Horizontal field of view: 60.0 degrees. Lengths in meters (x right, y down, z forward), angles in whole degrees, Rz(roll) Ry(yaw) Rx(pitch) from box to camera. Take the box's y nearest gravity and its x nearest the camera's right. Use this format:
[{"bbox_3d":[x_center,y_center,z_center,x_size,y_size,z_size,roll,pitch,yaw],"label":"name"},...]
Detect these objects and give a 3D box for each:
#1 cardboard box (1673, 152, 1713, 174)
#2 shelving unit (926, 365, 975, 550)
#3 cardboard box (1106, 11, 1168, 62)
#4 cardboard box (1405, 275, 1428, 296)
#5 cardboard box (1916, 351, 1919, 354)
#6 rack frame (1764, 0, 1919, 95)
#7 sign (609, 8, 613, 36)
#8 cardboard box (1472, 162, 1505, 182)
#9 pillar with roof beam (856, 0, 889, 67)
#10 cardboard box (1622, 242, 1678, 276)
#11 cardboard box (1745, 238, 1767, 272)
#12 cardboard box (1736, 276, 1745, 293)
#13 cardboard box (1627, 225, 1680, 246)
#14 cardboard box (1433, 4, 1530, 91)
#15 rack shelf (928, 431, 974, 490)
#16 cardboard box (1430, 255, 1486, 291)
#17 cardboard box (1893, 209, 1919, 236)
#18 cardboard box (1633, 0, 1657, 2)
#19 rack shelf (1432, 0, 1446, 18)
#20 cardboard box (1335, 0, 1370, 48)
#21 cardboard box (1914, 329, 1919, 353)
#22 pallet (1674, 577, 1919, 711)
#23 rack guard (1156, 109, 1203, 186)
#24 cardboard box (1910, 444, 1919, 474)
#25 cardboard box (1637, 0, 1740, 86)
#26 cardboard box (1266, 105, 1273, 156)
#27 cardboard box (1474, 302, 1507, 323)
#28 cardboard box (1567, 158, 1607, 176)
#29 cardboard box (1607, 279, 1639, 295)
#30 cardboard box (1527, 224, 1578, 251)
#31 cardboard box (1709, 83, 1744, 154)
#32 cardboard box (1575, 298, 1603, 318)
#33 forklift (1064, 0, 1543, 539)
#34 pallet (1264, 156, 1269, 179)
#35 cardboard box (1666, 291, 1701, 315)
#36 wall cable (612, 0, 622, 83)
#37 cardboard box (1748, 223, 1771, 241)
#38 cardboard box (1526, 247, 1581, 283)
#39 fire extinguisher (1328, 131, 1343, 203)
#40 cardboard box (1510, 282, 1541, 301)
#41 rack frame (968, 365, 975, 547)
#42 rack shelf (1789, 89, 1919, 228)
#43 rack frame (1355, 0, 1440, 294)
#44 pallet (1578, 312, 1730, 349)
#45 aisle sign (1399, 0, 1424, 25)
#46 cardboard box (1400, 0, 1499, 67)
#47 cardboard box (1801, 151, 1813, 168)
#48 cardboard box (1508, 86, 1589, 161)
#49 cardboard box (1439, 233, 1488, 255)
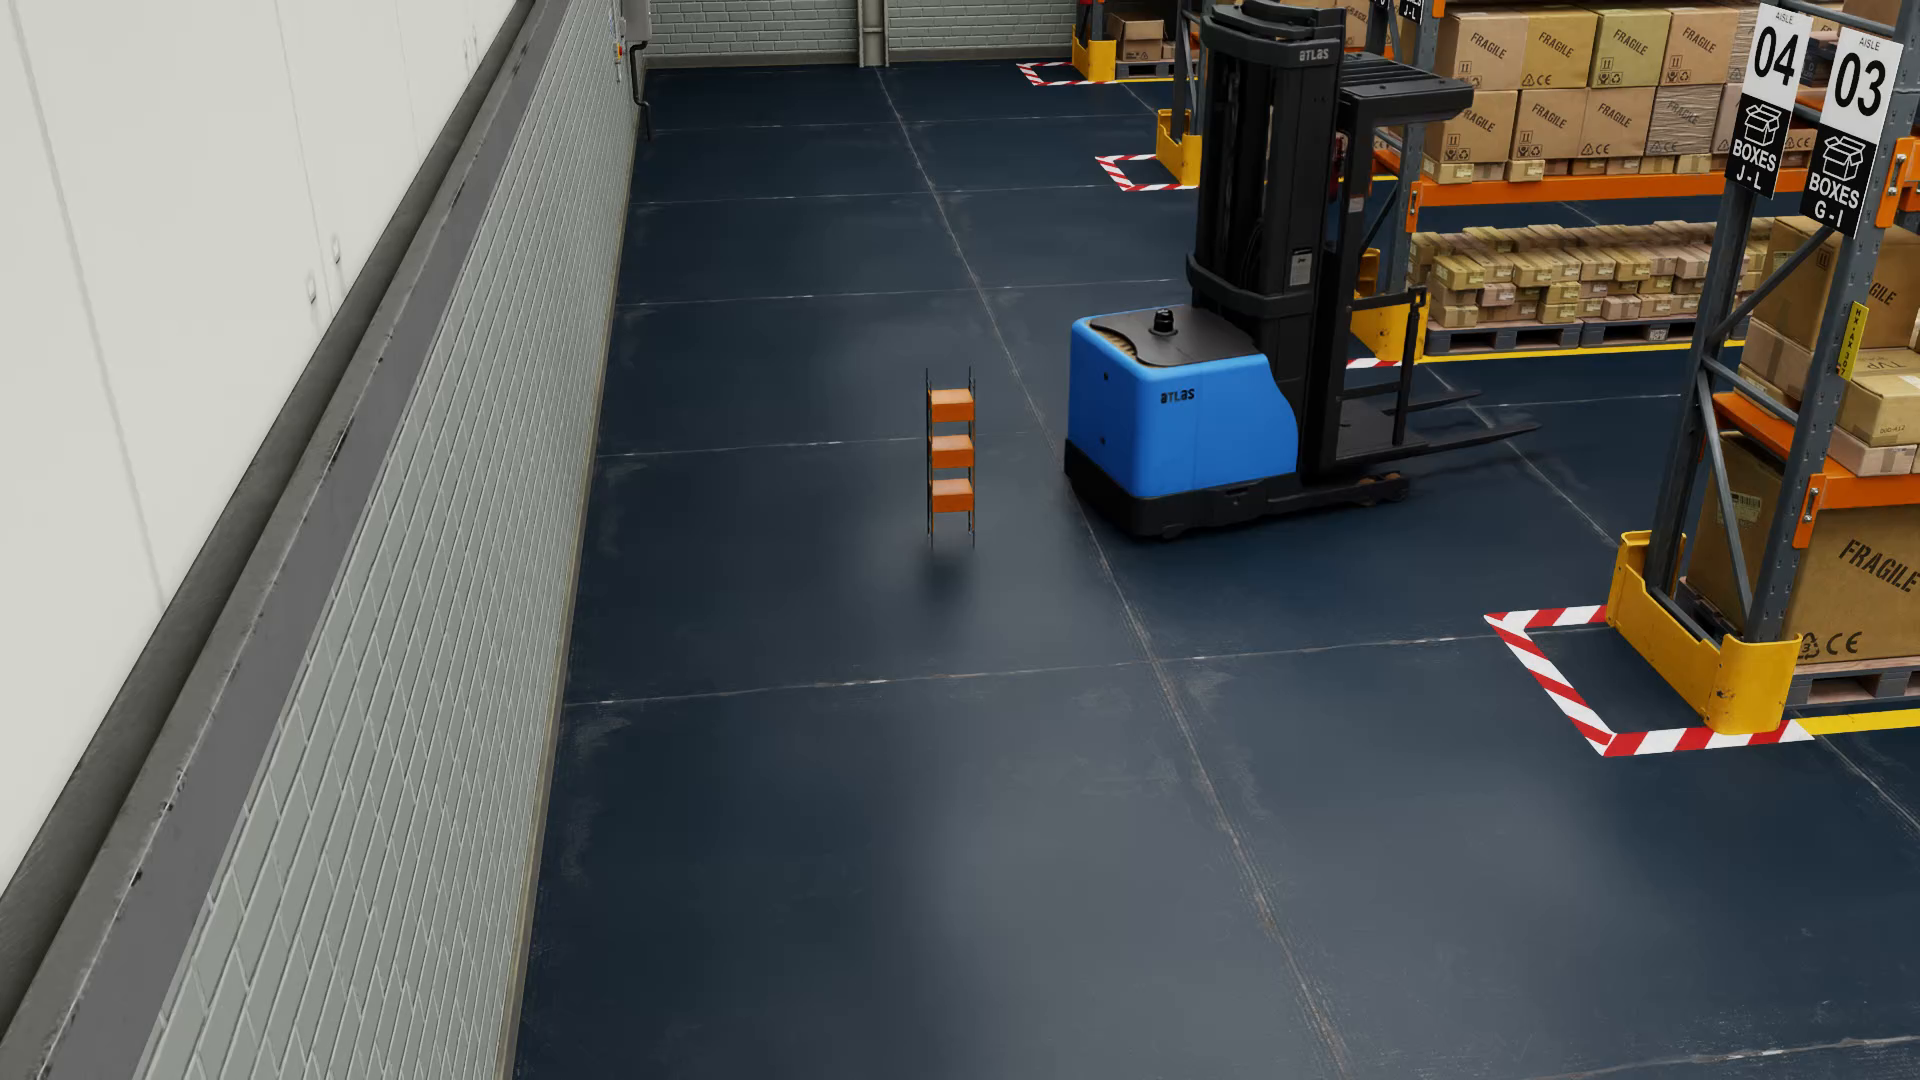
[{"bbox_3d":[5.304,-2.811,12.217,0.250,0.149,0.380,-3,27,-6],"label":"cardboard box"},{"bbox_3d":[-0.053,-0.464,9.504,0.252,1.050,0.215,-4,27,-7],"label":"shelving unit"},{"bbox_3d":[2.266,-6.471,21.351,0.637,0.503,0.797,-5,28,-9],"label":"cardboard box"},{"bbox_3d":[3.624,-1.970,12.967,0.250,0.149,0.380,-3,27,-6],"label":"cardboard box"},{"bbox_3d":[4.750,-0.686,7.639,0.500,0.250,0.500,-4,27,-8],"label":"cardboard box"},{"bbox_3d":[3.723,-3.345,6.411,0.127,3.000,1.000,-4,27,-7],"label":"rack frame"},{"bbox_3d":[-3.292,-4.881,15.680,0.001,0.218,0.327,-4,27,-7],"label":"sign"},{"bbox_3d":[3.745,-2.720,12.040,0.250,0.149,0.380,-3,27,-5],"label":"cardboard box"},{"bbox_3d":[-0.549,-8.358,16.182,0.400,9.000,9.100,-4,27,-7],"label":"pillar with roof beam"},{"bbox_3d":[5.234,-2.139,12.644,0.250,0.149,0.380,-4,27,-7],"label":"cardboard box"},{"bbox_3d":[6.016,-2.187,12.737,0.250,0.149,0.380,-3,27,-5],"label":"cardboard box"},{"bbox_3d":[5.784,-2.021,12.740,0.250,0.149,0.380,-3,27,-6],"label":"cardboard box"},{"bbox_3d":[5.421,-2.343,13.043,0.250,0.149,0.380,-5,28,-9],"label":"cardboard box"},{"bbox_3d":[3.613,-3.454,11.666,0.500,0.500,0.500,-4,27,-7],"label":"cardboard box"},{"bbox_3d":[-0.053,-0.454,9.509,0.240,0.259,0.215,-4,27,-7],"label":"rack shelf"},{"bbox_3d":[3.698,-1.987,12.348,0.250,0.149,0.380,-5,28,-9],"label":"cardboard box"},{"bbox_3d":[7.791,-2.414,13.447,0.500,0.500,0.500,-4,27,-8],"label":"cardboard box"},{"bbox_3d":[5.089,-3.792,12.323,0.500,0.500,0.500,-5,28,-9],"label":"cardboard box"},{"bbox_3d":[5.112,-4.066,11.890,4.000,0.370,1.077,-4,27,-7],"label":"rack shelf"},{"bbox_3d":[3.861,-5.170,16.430,0.500,0.500,0.500,-4,27,-7],"label":"cardboard box"},{"bbox_3d":[4.731,-1.015,7.459,0.500,0.500,0.500,-4,27,-8],"label":"cardboard box"},{"bbox_3d":[4.504,0.479,8.585,1.213,0.211,1.003,-4,27,-7],"label":"pallet"},{"bbox_3d":[2.318,-4.042,17.079,0.348,0.500,1.175,-4,27,-7],"label":"rack guard"},{"bbox_3d":[4.374,-0.454,7.624,0.250,0.149,0.380,-4,27,-8],"label":"cardboard box"},{"bbox_3d":[5.134,-3.546,11.845,0.500,0.500,0.500,-5,28,-9],"label":"cardboard box"},{"bbox_3d":[2.982,-4.289,17.171,0.875,0.438,0.875,-5,28,-9],"label":"cardboard box"},{"bbox_3d":[3.943,-1.785,12.605,0.250,0.149,0.380,-4,27,-7],"label":"cardboard box"},{"bbox_3d":[4.528,-2.797,12.191,0.250,0.149,0.380,-4,27,-8],"label":"cardboard box"},{"bbox_3d":[4.977,-2.003,12.704,0.250,0.149,0.380,-2,27,-4],"label":"cardboard box"},{"bbox_3d":[4.640,-2.349,13.054,0.250,0.149,0.380,-3,27,-5],"label":"cardboard box"},{"bbox_3d":[5.646,-3.133,12.135,0.500,0.500,0.500,-4,27,-7],"label":"cardboard box"},{"bbox_3d":[4.696,-1.830,12.693,0.250,0.149,0.380,-4,27,-7],"label":"cardboard box"},{"bbox_3d":[2.222,-1.725,9.901,3.031,2.935,1.130,-10,29,-19],"label":"forklift"},{"bbox_3d":[3.123,-4.001,17.316,1.213,0.211,1.003,-4,27,-7],"label":"pallet"},{"bbox_3d":[5.459,-1.866,12.763,0.250,0.149,0.380,-3,27,-6],"label":"cardboard box"},{"bbox_3d":[-3.238,-5.252,15.553,0.123,1.953,0.585,-4,27,-7],"label":"wall cable"},{"bbox_3d":[6.198,-2.404,13.161,0.250,0.149,0.380,-4,27,-8],"label":"cardboard box"},{"bbox_3d":[4.456,-2.070,12.510,0.250,0.149,0.380,-5,28,-10],"label":"cardboard box"},{"bbox_3d":[2.818,-2.916,12.641,0.183,0.674,0.296,-4,27,-7],"label":"fire extinguisher"},{"bbox_3d":[4.196,-1.940,12.581,0.250,0.149,0.380,-3,27,-6],"label":"cardboard box"},{"bbox_3d":[0.068,-0.471,9.519,0.008,1.050,0.200,-4,27,-7],"label":"rack frame"},{"bbox_3d":[5.703,-1.817,7.508,4.000,0.370,1.077,-4,27,-7],"label":"rack shelf"},{"bbox_3d":[3.132,-2.924,12.163,0.127,3.000,1.000,-4,27,-7],"label":"rack frame"},{"bbox_3d":[5.222,-1.800,13.027,1.213,0.211,1.003,-4,27,-7],"label":"pallet"},{"bbox_3d":[3.101,-3.940,11.296,0.004,0.787,0.394,-4,27,-7],"label":"aisle sign"},{"bbox_3d":[3.550,-3.687,12.120,0.500,0.500,0.500,-4,27,-8],"label":"cardboard box"},{"bbox_3d":[6.330,-2.887,12.366,0.250,0.149,0.380,-3,27,-5],"label":"cardboard box"},{"bbox_3d":[4.141,-3.050,11.973,0.500,0.500,0.500,-4,27,-7],"label":"cardboard box"},{"bbox_3d":[3.878,-2.245,12.852,0.250,0.149,0.380,-3,27,-6],"label":"cardboard box"}]
